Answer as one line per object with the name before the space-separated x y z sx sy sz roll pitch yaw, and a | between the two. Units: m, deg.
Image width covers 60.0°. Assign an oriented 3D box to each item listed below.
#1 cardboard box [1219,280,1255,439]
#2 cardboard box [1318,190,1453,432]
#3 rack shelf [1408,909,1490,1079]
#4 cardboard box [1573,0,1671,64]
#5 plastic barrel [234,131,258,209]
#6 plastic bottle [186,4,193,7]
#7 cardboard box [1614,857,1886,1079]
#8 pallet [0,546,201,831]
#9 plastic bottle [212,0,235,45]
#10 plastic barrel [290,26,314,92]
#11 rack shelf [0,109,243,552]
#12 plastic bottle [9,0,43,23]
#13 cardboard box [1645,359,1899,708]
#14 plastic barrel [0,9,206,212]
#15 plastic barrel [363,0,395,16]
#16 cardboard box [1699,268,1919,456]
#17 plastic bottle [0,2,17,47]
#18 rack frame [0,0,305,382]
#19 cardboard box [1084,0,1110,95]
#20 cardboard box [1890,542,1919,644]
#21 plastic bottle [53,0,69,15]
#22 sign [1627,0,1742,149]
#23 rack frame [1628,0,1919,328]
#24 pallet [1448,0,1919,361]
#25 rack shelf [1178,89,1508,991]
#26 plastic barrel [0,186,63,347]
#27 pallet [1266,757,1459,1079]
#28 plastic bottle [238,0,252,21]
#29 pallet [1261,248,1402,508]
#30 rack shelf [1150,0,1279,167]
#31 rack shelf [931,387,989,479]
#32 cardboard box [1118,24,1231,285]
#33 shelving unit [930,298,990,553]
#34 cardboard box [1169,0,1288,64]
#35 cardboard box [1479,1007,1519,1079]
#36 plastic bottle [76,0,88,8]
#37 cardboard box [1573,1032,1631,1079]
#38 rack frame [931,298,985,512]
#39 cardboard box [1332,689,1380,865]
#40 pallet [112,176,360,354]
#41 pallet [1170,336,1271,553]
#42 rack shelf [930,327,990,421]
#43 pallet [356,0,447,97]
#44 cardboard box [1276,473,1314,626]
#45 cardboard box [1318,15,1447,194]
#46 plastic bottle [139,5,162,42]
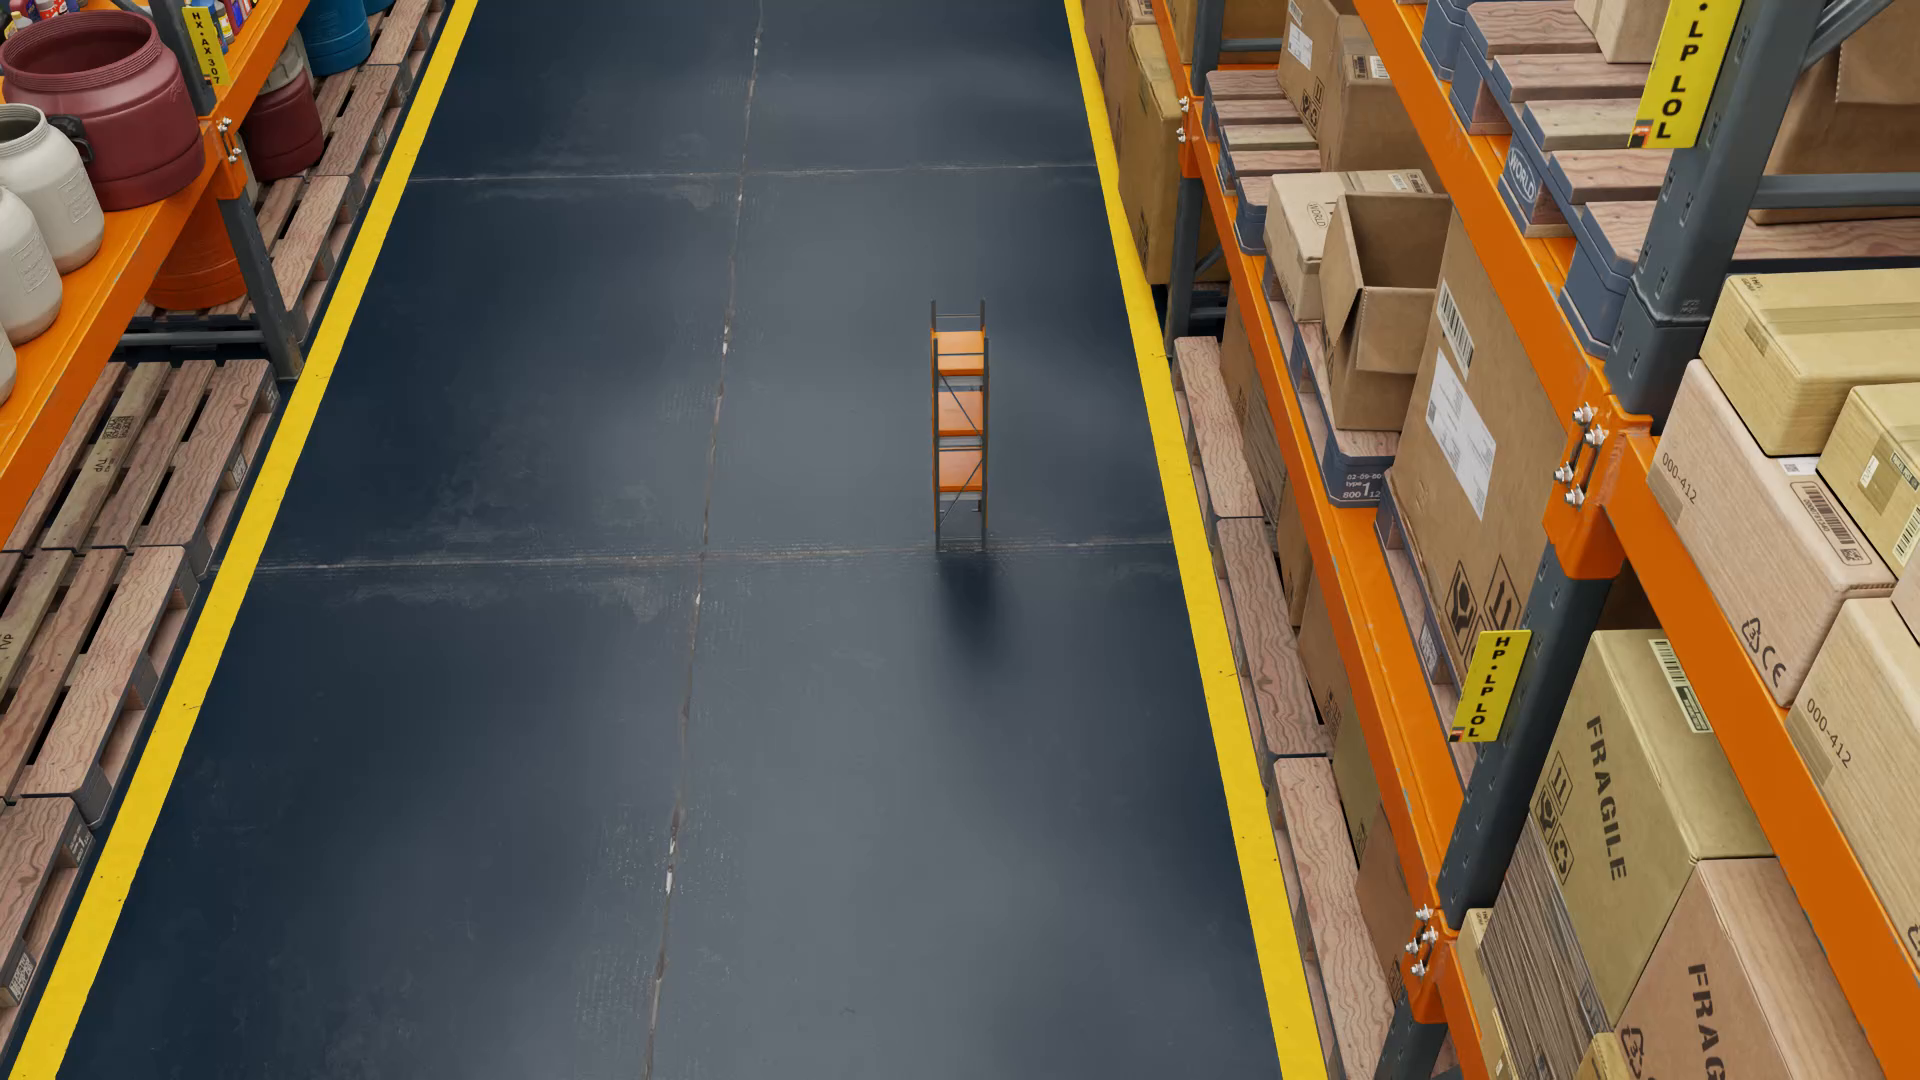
cardboard box | 1.497 -0.783 6.909 0.700 0.500 0.500 -4 43 -4
cardboard box | 1.452 -0.654 4.857 0.797 0.503 0.637 2 43 3
rack shelf | 1.703 2.322 2.530 1.077 0.370 4.000 -2 43 -2
cardboard box | 1.478 -1.136 3.339 0.396 0.266 0.258 0 43 0
plastic barrel | -3.651 -1.798 8.022 0.421 0.512 0.421 0 43 0
plastic bottle | -3.196 -2.108 6.921 0.152 0.276 0.135 -2 43 -2
cardboard box | 1.406 0.840 2.580 0.500 0.500 0.500 -2 43 -2
pallet | -3.457 0.522 6.025 1.003 0.211 1.213 -2 43 -2
plastic bottle | -3.177 -2.225 7.104 0.097 0.201 0.097 0 43 0
plastic barrel | -3.699 -2.560 8.854 0.421 0.512 0.421 0 43 0
rack shelf | -3.415 -0.236 5.320 1.077 0.370 4.000 -2 43 -2
plastic bottle | -3.953 -2.225 7.044 0.061 0.283 0.133 -2 43 -2
cardboard box | 1.382 -0.033 2.457 0.500 0.250 0.500 -3 43 -3
plastic barrel | -3.178 -1.597 6.172 0.600 0.536 0.708 -2 43 -2
plastic barrel | -3.664 -3.566 9.662 0.600 0.901 0.708 -2 43 -2
cardboard box | 1.324 -0.263 2.413 0.380 0.149 0.250 -3 43 -3
plastic bottle | -3.944 -2.070 6.874 0.061 0.283 0.133 -2 43 -2
rack frame | -3.500 -1.852 6.550 1.000 3.000 0.127 -2 43 -2
cardboard box | 1.364 -3.031 9.099 1.225 0.875 0.875 -3 43 -3
cardboard box | 1.394 0.099 2.018 0.380 0.149 0.250 -1 43 -1
plastic bottle | -3.944 -2.339 7.229 0.097 0.201 0.097 0 43 0
sign | 1.064 -0.717 2.418 0.100 0.325 0.005 -2 43 -2
rack frame | 1.618 -1.505 1.732 1.000 3.000 0.127 -2 43 -2
pallet | 1.698 -0.750 3.267 1.213 0.211 1.003 -2 43 -2
rack shelf | 1.533 -0.379 5.476 1.077 0.370 4.000 -2 43 -2
plastic barrel | -3.225 -0.920 5.451 0.421 0.512 0.421 0 43 0
pallet | 1.584 1.209 5.275 1.003 0.211 1.213 -2 43 -2
plastic bottle | -3.215 -2.420 7.262 0.152 0.276 0.135 -2 43 -2
pallet | 1.573 -0.588 5.314 1.003 0.211 1.213 -2 43 -2
rack shelf | 1.363 -3.079 8.422 1.077 0.370 4.000 -2 43 -2
rack shelf | -0.002 -0.415 6.442 0.215 0.259 0.240 -2 43 -2
cardboard box | 1.440 -1.832 7.790 1.225 0.875 0.875 -3 43 -4
shelving unit | -0.002 -0.423 6.435 0.215 1.050 0.252 -2 43 -2
cardboard box | 1.180 -2.357 7.027 0.500 0.500 0.500 0 43 0
cardboard box | 1.324 1.122 3.492 0.380 0.149 0.250 -2 43 -2
plastic bottle | -3.952 -2.471 7.373 0.097 0.201 0.097 0 43 0
cardboard box | 1.562 1.204 2.922 0.875 0.500 0.500 -2 43 -2
rack frame | -0.007 -0.505 6.525 0.200 1.050 0.008 -2 43 -2
cardboard box | 1.612 0.728 5.260 0.700 0.500 0.500 -2 43 -2
pallet | -3.575 -1.355 8.072 1.003 0.211 1.213 -2 43 -2
pallet | 1.480 -0.438 7.072 1.003 0.211 1.213 -2 43 -2
rack shelf | -0.002 -0.625 6.250 0.215 0.259 0.240 -2 43 -2
pallet | -3.679 -3.002 9.869 1.003 0.211 1.213 -2 43 -2
cardboard box | 1.564 -0.026 6.083 0.700 0.500 0.500 2 43 2
cardboard box | 1.635 -1.448 5.725 0.700 0.500 0.500 4 43 5
plastic bottle | -3.348 -2.103 6.916 0.152 0.276 0.135 -2 43 -2
